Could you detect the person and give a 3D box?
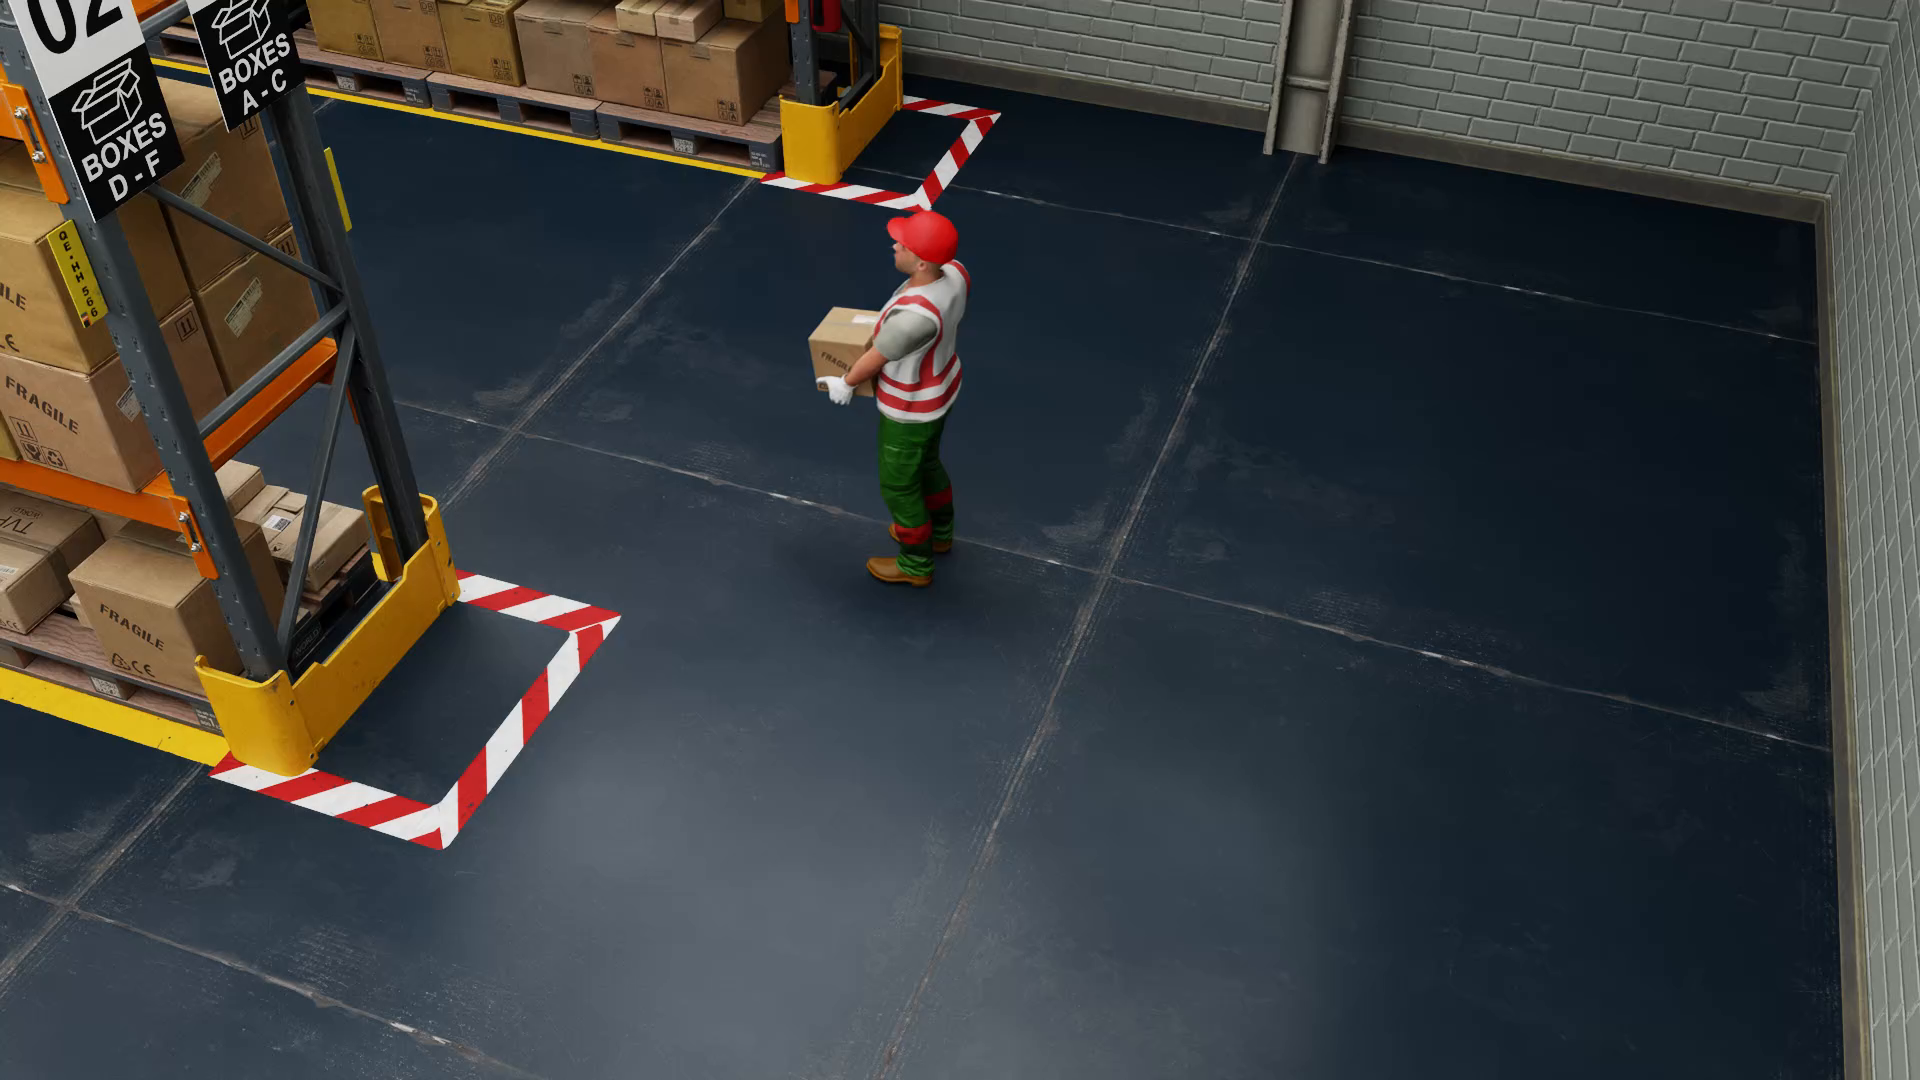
[{"bbox_3d":[-0.222,-0.599,6.786,0.460,1.723,0.493,14,43,15],"label":"person"}]
